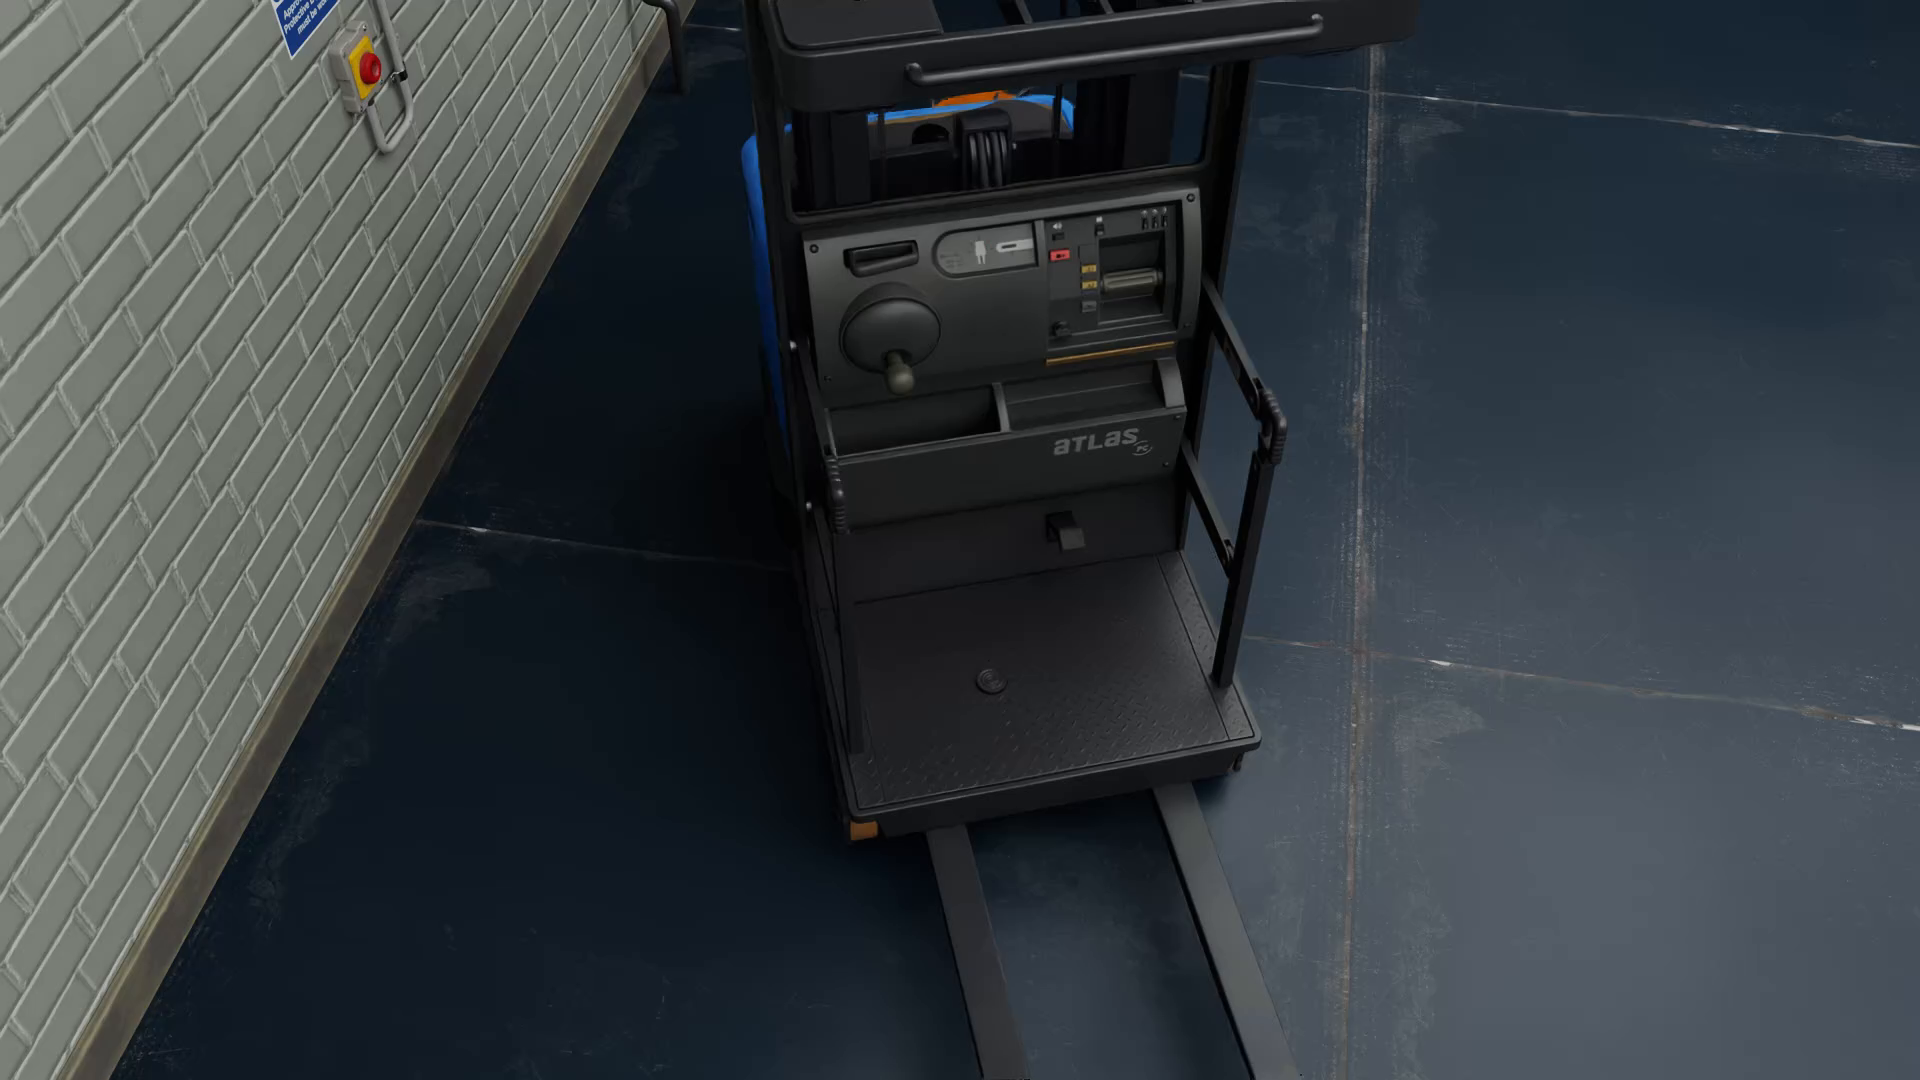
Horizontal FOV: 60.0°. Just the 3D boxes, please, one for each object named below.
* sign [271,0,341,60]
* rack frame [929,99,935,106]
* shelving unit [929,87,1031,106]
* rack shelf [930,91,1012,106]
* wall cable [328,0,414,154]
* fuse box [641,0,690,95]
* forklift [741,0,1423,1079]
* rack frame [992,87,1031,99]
[{"bbox_3d":[-1.706,-1.436,4.342,0.001,0.218,0.327,8,49,7],"label":"sign"},{"bbox_3d":[-0.036,-1.178,5.602,0.008,1.050,0.200,29,54,23],"label":"rack frame"},{"bbox_3d":[0.063,-1.124,5.554,0.252,1.050,0.215,29,54,23],"label":"shelving unit"},{"bbox_3d":[0.063,-1.306,5.350,0.240,0.259,0.215,29,54,23],"label":"rack shelf"},{"bbox_3d":[-1.638,-1.722,4.077,0.123,1.953,0.585,8,49,7],"label":"wall cable"},{"bbox_3d":[-1.120,-2.460,6.310,0.414,1.711,0.539,8,49,7],"label":"fuse box"},{"bbox_3d":[0.156,-0.481,3.712,1.130,2.935,3.031,-9,49,-8],"label":"forklift"},{"bbox_3d":[0.161,-1.070,5.506,0.008,1.050,0.200,29,54,23],"label":"rack frame"}]
